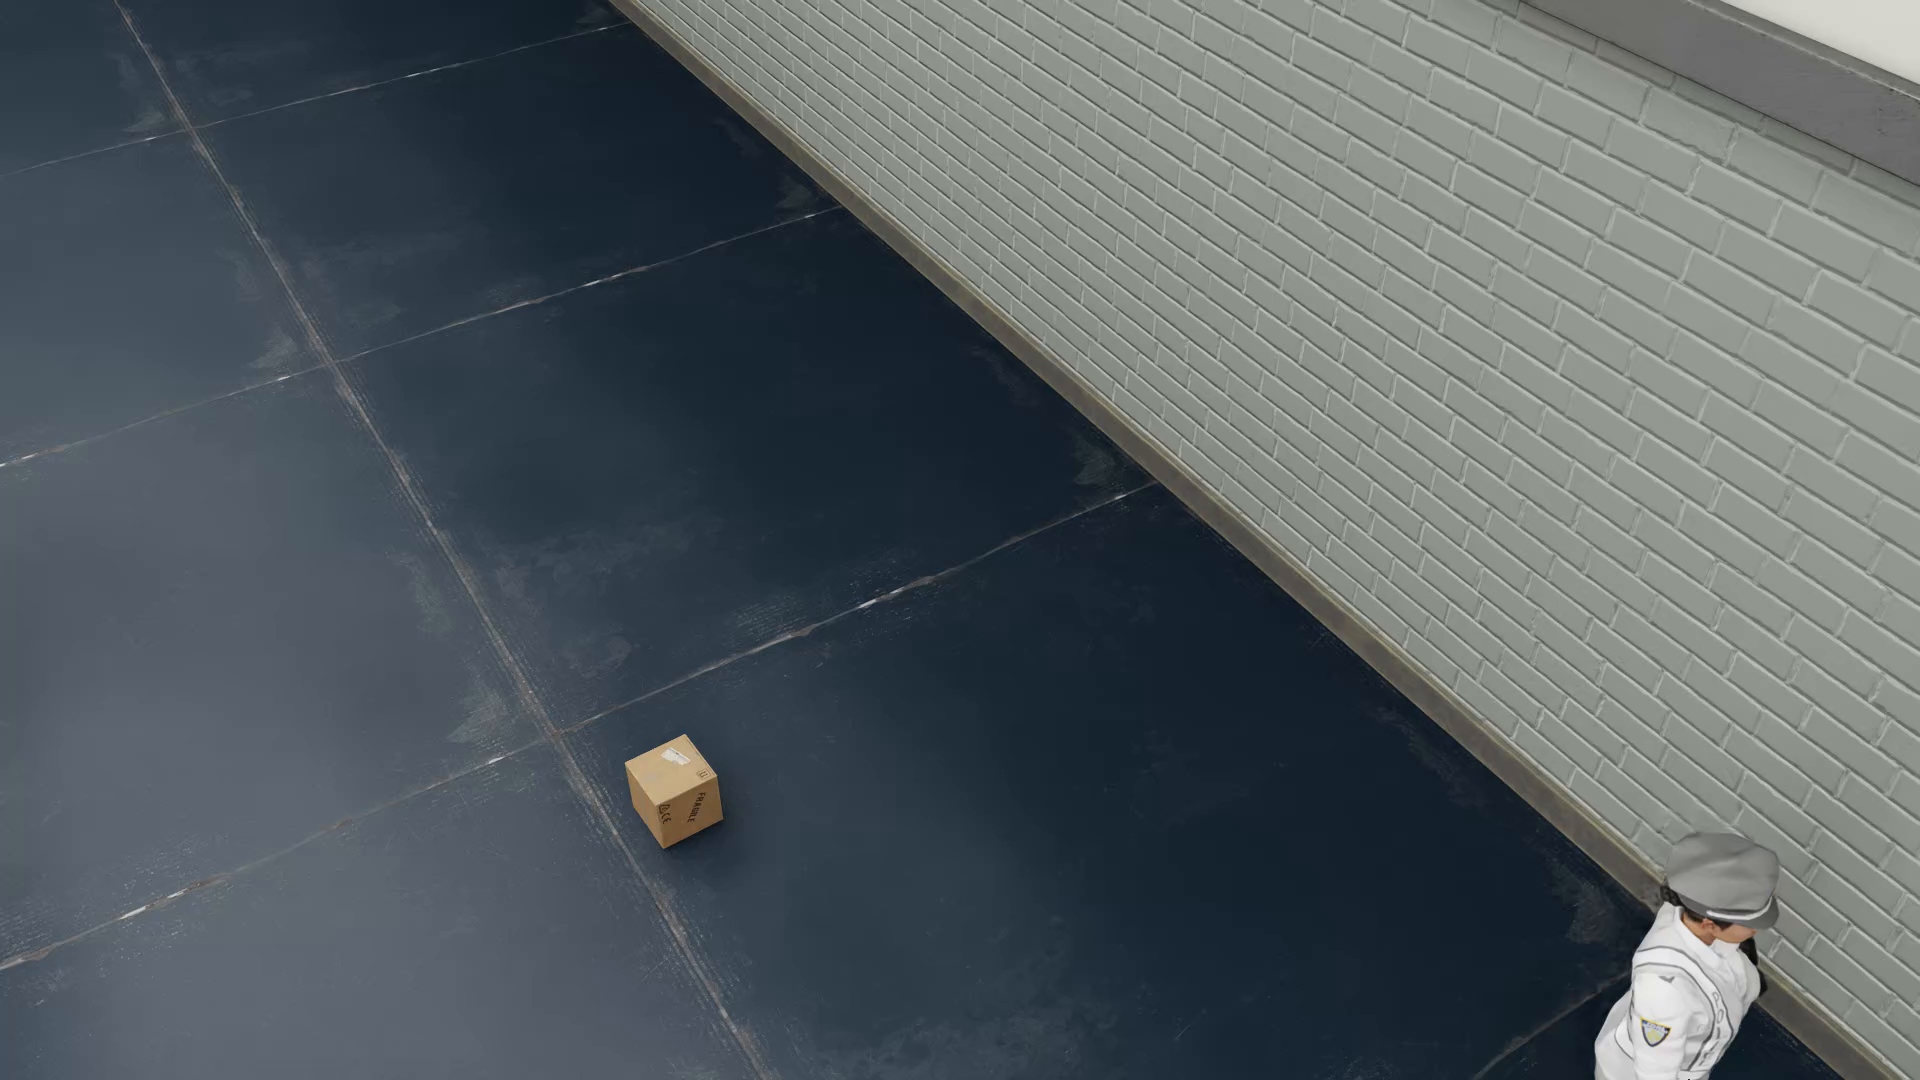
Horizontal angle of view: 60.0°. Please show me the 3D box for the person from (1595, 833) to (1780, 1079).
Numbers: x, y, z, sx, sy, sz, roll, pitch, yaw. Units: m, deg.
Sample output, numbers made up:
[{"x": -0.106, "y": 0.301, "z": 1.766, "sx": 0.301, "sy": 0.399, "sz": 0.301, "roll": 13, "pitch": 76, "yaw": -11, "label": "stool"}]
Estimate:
[{"x": 1.920, "y": 1.437, "z": 4.478, "sx": 0.448, "sy": 1.696, "sz": 0.520, "roll": 28, "pitch": 48, "yaw": 28, "label": "person"}]
